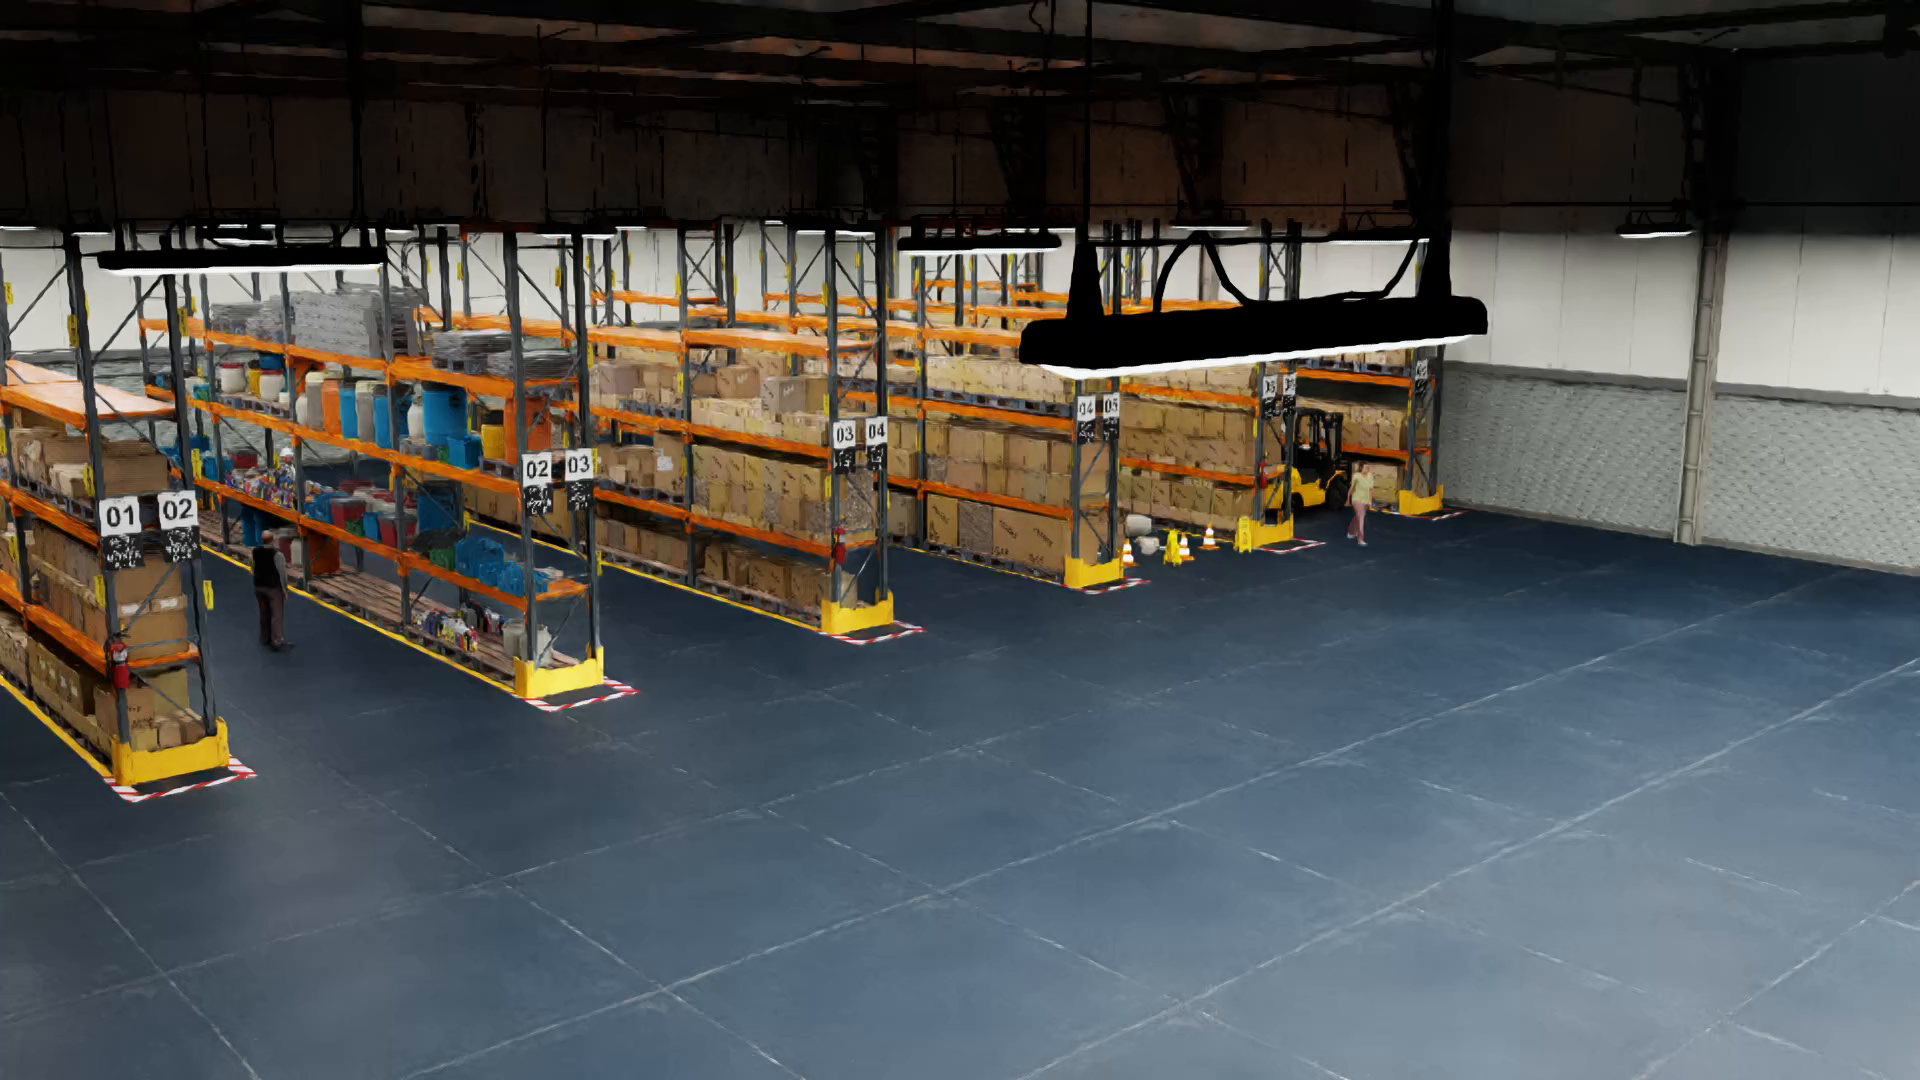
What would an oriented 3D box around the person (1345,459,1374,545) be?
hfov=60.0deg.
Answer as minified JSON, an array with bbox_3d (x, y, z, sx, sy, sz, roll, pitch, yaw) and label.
[{"bbox_3d":[7.593,-0.734,31.484,0.488,1.590,0.957,-4,12,-19],"label":"person"}]

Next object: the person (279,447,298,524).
[{"bbox_3d":[-13.017,-0.940,32.119,0.754,1.722,0.641,5,12,22],"label":"person"}]

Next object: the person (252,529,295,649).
[{"bbox_3d":[-9.919,0.785,24.027,0.601,1.539,0.463,4,12,19],"label":"person"}]
